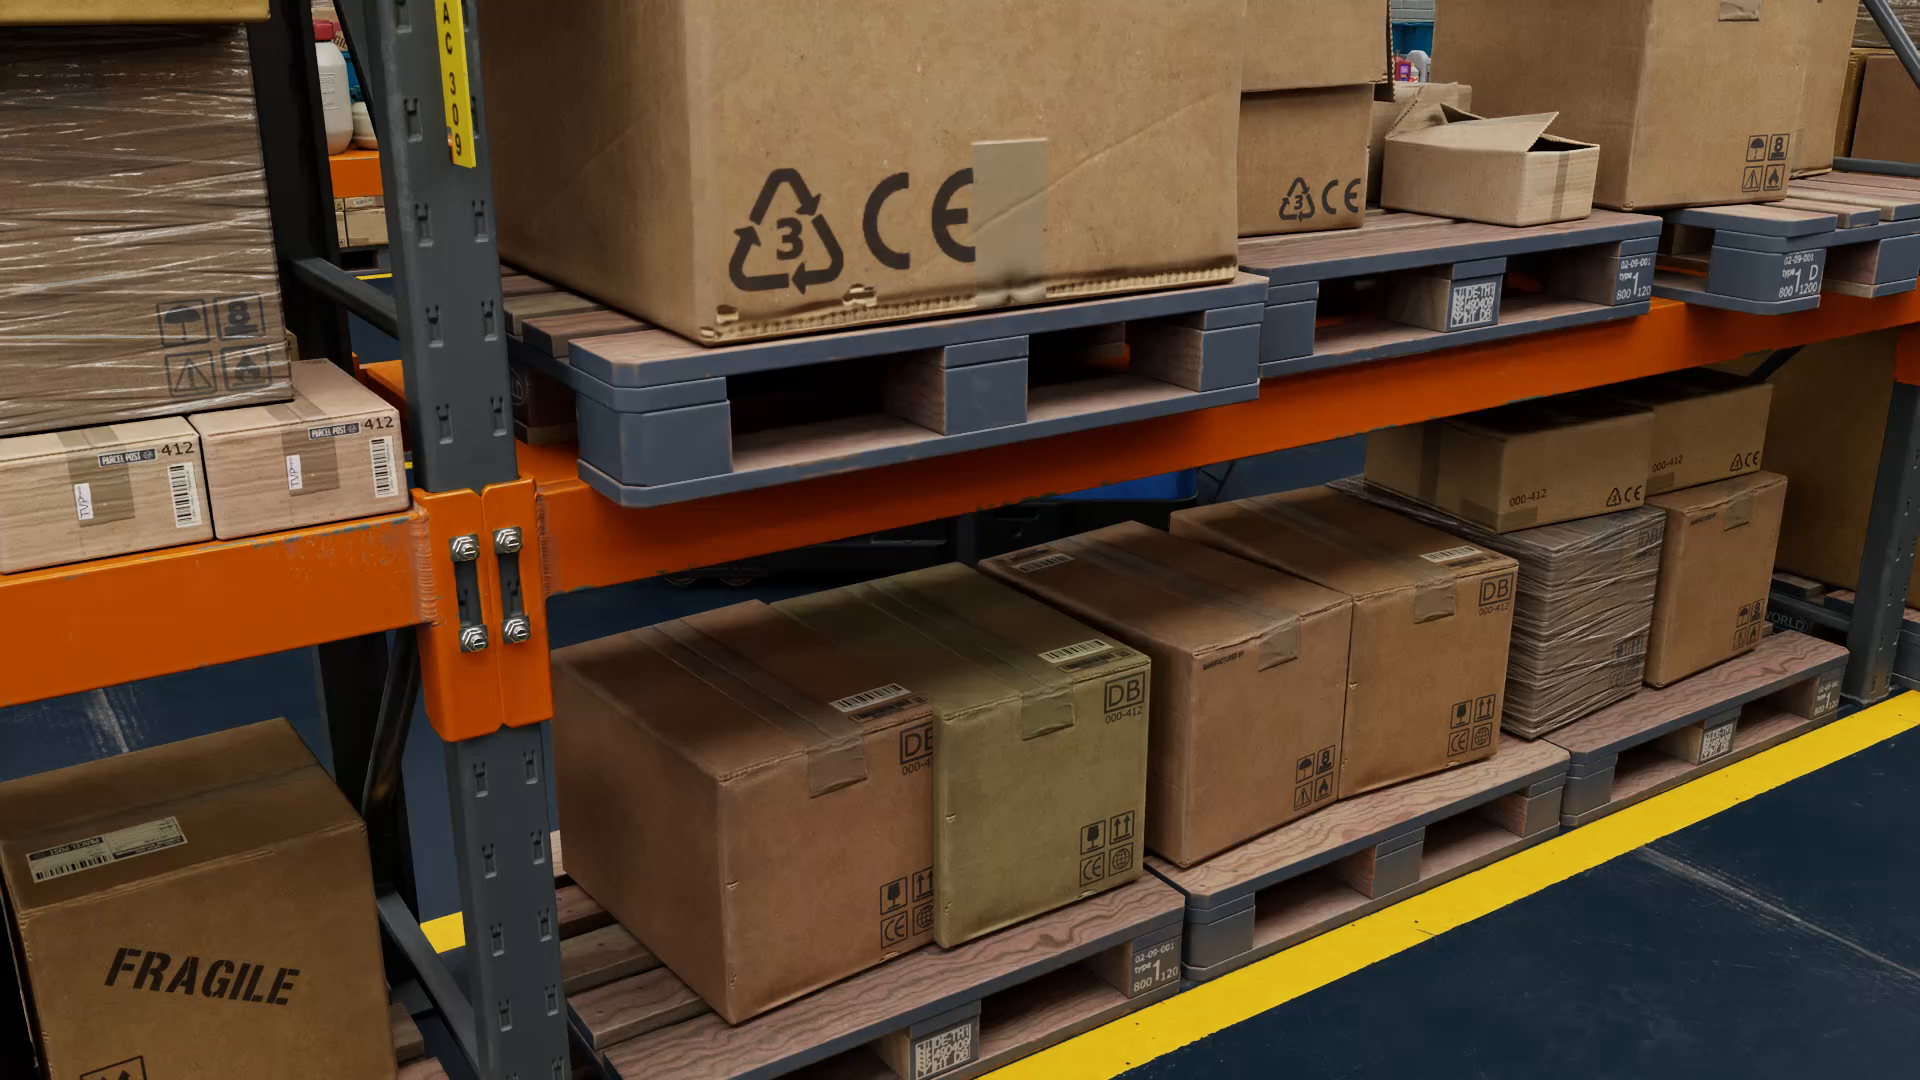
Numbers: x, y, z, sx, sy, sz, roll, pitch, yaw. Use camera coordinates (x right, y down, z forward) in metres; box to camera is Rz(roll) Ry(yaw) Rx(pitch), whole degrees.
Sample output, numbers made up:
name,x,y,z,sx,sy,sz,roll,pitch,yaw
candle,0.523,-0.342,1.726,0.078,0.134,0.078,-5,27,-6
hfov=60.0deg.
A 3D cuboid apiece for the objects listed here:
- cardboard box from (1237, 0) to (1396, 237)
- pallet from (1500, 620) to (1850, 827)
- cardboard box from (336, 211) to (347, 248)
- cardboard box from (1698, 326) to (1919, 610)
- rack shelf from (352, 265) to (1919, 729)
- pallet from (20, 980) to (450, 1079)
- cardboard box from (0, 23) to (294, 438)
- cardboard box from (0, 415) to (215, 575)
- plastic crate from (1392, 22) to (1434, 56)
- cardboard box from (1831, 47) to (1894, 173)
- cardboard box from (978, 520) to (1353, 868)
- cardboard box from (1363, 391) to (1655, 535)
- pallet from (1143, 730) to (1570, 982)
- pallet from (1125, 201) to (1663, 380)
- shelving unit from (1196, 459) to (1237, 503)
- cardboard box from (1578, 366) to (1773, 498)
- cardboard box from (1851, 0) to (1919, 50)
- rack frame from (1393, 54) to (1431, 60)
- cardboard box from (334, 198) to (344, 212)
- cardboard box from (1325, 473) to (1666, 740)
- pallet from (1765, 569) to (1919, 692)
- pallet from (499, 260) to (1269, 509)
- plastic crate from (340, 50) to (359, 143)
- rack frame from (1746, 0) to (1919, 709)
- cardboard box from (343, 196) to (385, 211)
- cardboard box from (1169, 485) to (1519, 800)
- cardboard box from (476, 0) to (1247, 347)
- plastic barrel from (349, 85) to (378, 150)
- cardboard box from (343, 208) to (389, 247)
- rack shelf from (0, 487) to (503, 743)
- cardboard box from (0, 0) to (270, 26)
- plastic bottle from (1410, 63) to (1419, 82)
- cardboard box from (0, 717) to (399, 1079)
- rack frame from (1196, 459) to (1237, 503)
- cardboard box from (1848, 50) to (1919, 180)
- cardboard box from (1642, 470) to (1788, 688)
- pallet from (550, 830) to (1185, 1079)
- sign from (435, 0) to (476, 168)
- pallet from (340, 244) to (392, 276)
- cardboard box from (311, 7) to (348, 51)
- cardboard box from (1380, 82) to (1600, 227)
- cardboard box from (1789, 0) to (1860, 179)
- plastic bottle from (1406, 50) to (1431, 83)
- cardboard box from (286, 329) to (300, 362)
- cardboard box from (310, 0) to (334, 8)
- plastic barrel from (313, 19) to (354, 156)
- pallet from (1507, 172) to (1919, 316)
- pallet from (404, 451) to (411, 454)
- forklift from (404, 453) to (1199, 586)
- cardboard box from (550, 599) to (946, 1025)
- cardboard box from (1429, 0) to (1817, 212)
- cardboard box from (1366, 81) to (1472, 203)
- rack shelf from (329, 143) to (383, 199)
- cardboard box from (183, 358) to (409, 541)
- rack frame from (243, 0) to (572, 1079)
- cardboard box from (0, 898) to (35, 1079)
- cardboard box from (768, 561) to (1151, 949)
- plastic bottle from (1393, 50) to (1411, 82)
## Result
name,x,y,z,sx,sy,sz,roll,pitch,yaw
cardboard box,0.447,-0.952,3.560,0.637,0.503,0.797,-9,21,-26
pallet,1.737,0.380,4.792,1.213,0.211,1.003,-12,22,-31
cardboard box,-4.638,-2.197,11.696,0.500,0.250,0.500,-11,22,-30
cardboard box,2.978,-0.387,5.368,0.875,0.875,1.225,-13,23,-34
rack shelf,0.720,-0.385,3.825,4.000,0.370,1.077,-12,22,-31
pallet,-1.492,1.075,2.736,1.213,0.211,1.003,-12,22,-31
cardboard box,-1.360,-0.500,2.418,0.500,0.500,0.875,-12,22,-31
cardboard box,-1.182,-0.097,2.240,0.250,0.149,0.380,-12,22,-31
plastic crate,3.209,-3.302,11.260,0.575,0.384,0.392,-12,22,-31
cardboard box,2.666,-1.279,5.189,0.500,0.500,0.500,-11,22,-30
cardboard box,0.450,0.322,3.826,0.500,0.500,0.700,-14,23,-36
cardboard box,1.410,-0.236,4.304,0.500,0.250,0.500,-9,21,-25
pallet,0.719,0.593,4.160,1.213,0.211,1.003,-12,22,-31
pallet,0.760,-0.628,3.719,1.213,0.211,1.003,-12,22,-31
shelving unit,1.173,-0.748,6.659,0.189,1.200,0.258,23,9,-24
cardboard box,1.847,-0.332,4.589,0.500,0.250,0.500,-11,22,-29
cardboard box,3.010,-1.726,4.943,0.637,0.503,0.797,-11,22,-30
rack frame,3.007,-3.108,10.754,0.127,3.000,1.000,-12,22,-31
cardboard box,-4.630,-2.464,11.611,0.500,0.311,0.500,-11,22,-30
cardboard box,1.386,0.122,4.417,0.500,0.500,0.700,-14,23,-36
pallet,3.090,0.124,5.549,1.213,0.211,1.003,-12,22,-31
pallet,-0.232,-0.379,2.981,1.213,0.211,1.003,-12,22,-31
plastic crate,-2.924,-1.969,7.410,0.575,0.384,0.392,-12,22,-31
rack frame,2.390,-1.079,4.752,0.127,3.000,1.000,-12,22,-31
cardboard box,-4.210,-2.551,11.870,0.500,0.311,0.500,-12,22,-32
cardboard box,0.916,0.223,4.117,0.500,0.500,0.700,-10,21,-27
cardboard box,-0.210,-0.960,2.807,1.000,1.000,1.000,-12,22,-31
plastic barrel,-2.485,-1.825,7.177,0.301,0.262,0.301,0,19,0
cardboard box,-4.210,-2.288,11.966,0.500,0.250,0.500,-11,22,-30
rack shelf,-2.621,0.319,1.741,4.000,0.370,1.077,-12,22,-31
cardboard box,-1.175,-0.883,1.992,0.500,0.500,0.500,-12,22,-31
plastic bottle,2.774,-2.830,10.243,0.097,0.201,0.097,0,19,0
cardboard box,-1.306,0.671,2.824,0.500,0.500,0.500,-13,22,-33
rack frame,1.250,-0.715,6.696,0.006,1.200,0.240,23,9,-24
cardboard box,2.946,-1.139,4.774,0.500,0.500,0.500,-11,22,-30
cardboard box,1.842,0.021,4.717,0.500,0.500,0.700,-13,23,-34
pallet,-0.301,0.809,3.521,1.213,0.211,1.003,-12,22,-31
sign,-0.646,-0.640,2.104,0.005,0.325,0.100,-12,22,-31
pallet,-4.782,-2.060,12.008,1.213,0.211,1.003,-12,22,-31
cardboard box,-4.447,-3.476,11.688,0.500,0.500,0.500,-13,23,-34
cardboard box,1.146,-0.848,3.623,0.258,0.266,0.396,-13,22,-33
cardboard box,1.961,-1.219,4.355,0.500,0.500,0.500,-15,24,-38
plastic bottle,2.856,-2.893,10.313,0.135,0.276,0.152,-12,22,-31
cardboard box,-1.295,-0.298,2.834,0.250,0.149,0.380,-12,22,-31
cardboard box,-6.169,-5.224,16.169,0.500,0.500,0.700,-15,24,-38
plastic barrel,-2.755,-1.873,6.889,0.433,0.535,0.433,0,19,0
pallet,1.854,-0.834,4.327,1.003,0.211,1.213,-12,22,-31
pallet,-3.040,-0.527,7.473,1.213,0.211,1.003,-12,22,-31
forklift,-0.683,-1.399,5.808,3.031,2.935,1.130,0,19,1
cardboard box,-0.426,0.499,3.300,0.500,0.500,0.700,-14,23,-36
cardboard box,1.550,-1.094,3.985,0.500,0.500,0.700,-8,20,-23
cardboard box,0.864,-0.973,4.017,0.500,0.250,0.500,-13,22,-33
rack shelf,-2.004,-1.710,7.743,4.000,0.370,1.077,-12,22,-31
cardboard box,-0.968,-0.139,2.363,0.250,0.149,0.380,-12,22,-31
rack frame,-0.950,-0.374,2.668,0.127,3.000,1.000,-12,22,-31
cardboard box,-1.781,0.774,2.519,0.500,0.500,0.500,-5,19,-14
cardboard box,-0.017,0.420,3.534,0.500,0.500,0.700,-12,22,-32
plastic bottle,2.688,-2.844,10.155,0.133,0.283,0.061,-12,22,-31
